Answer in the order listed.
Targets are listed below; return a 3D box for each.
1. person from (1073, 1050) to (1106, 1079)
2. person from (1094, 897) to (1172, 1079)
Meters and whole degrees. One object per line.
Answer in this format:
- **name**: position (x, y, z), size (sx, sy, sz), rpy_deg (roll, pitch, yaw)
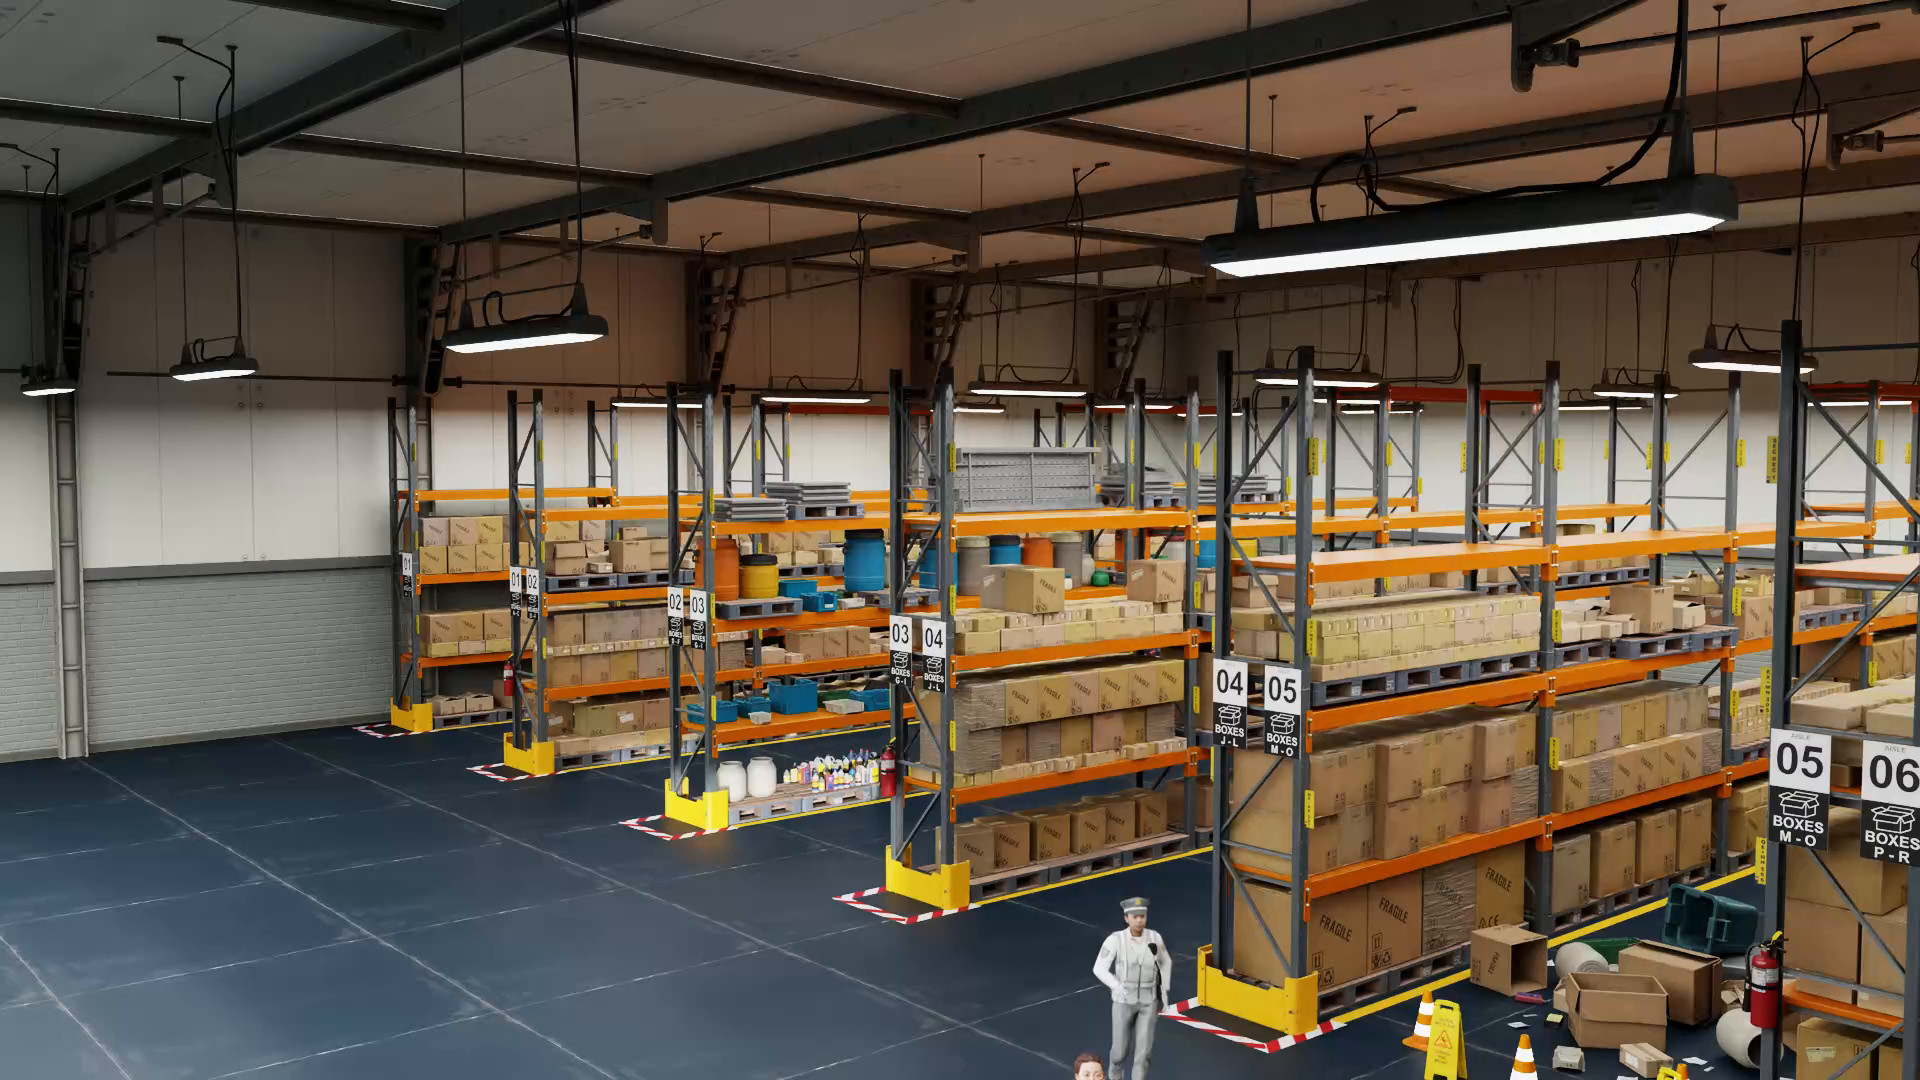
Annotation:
- **person**: position (0.774, 3.767, 9.574), size (0.616, 1.596, 0.561), rpy_deg (0, 3, 0)
- **person**: position (1.350, 3.569, 12.906), size (0.645, 1.667, 0.725), rpy_deg (0, 3, -6)
